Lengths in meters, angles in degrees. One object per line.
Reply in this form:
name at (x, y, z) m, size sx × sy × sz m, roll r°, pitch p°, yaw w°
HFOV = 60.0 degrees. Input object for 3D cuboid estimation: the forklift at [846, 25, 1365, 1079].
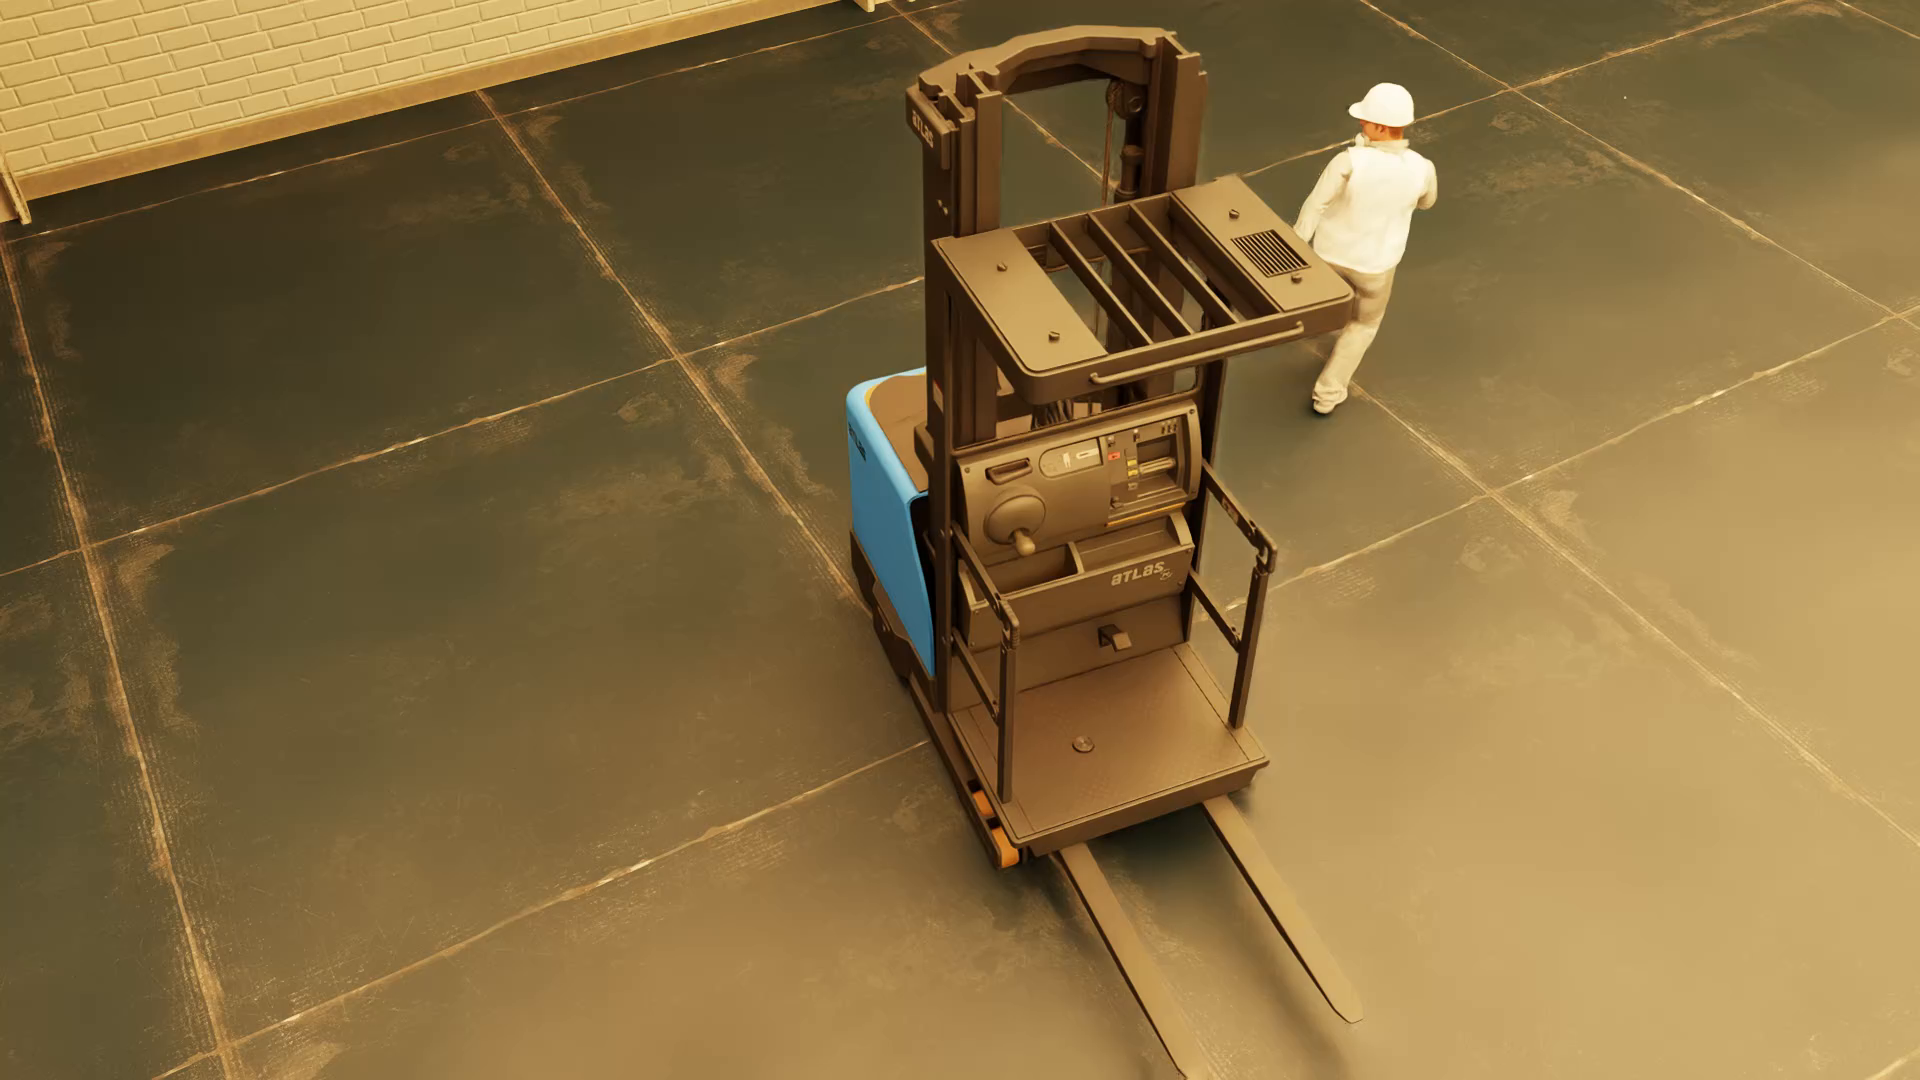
forklift at (0.525, -0.130, 5.838) m, size 1.130 × 2.935 × 3.031 m, roll -15°, pitch 45°, yaw -16°

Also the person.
person at (1.988, -1.455, 8.198) m, size 0.556 × 1.722 × 0.939 m, roll 20°, pitch 46°, yaw 20°
